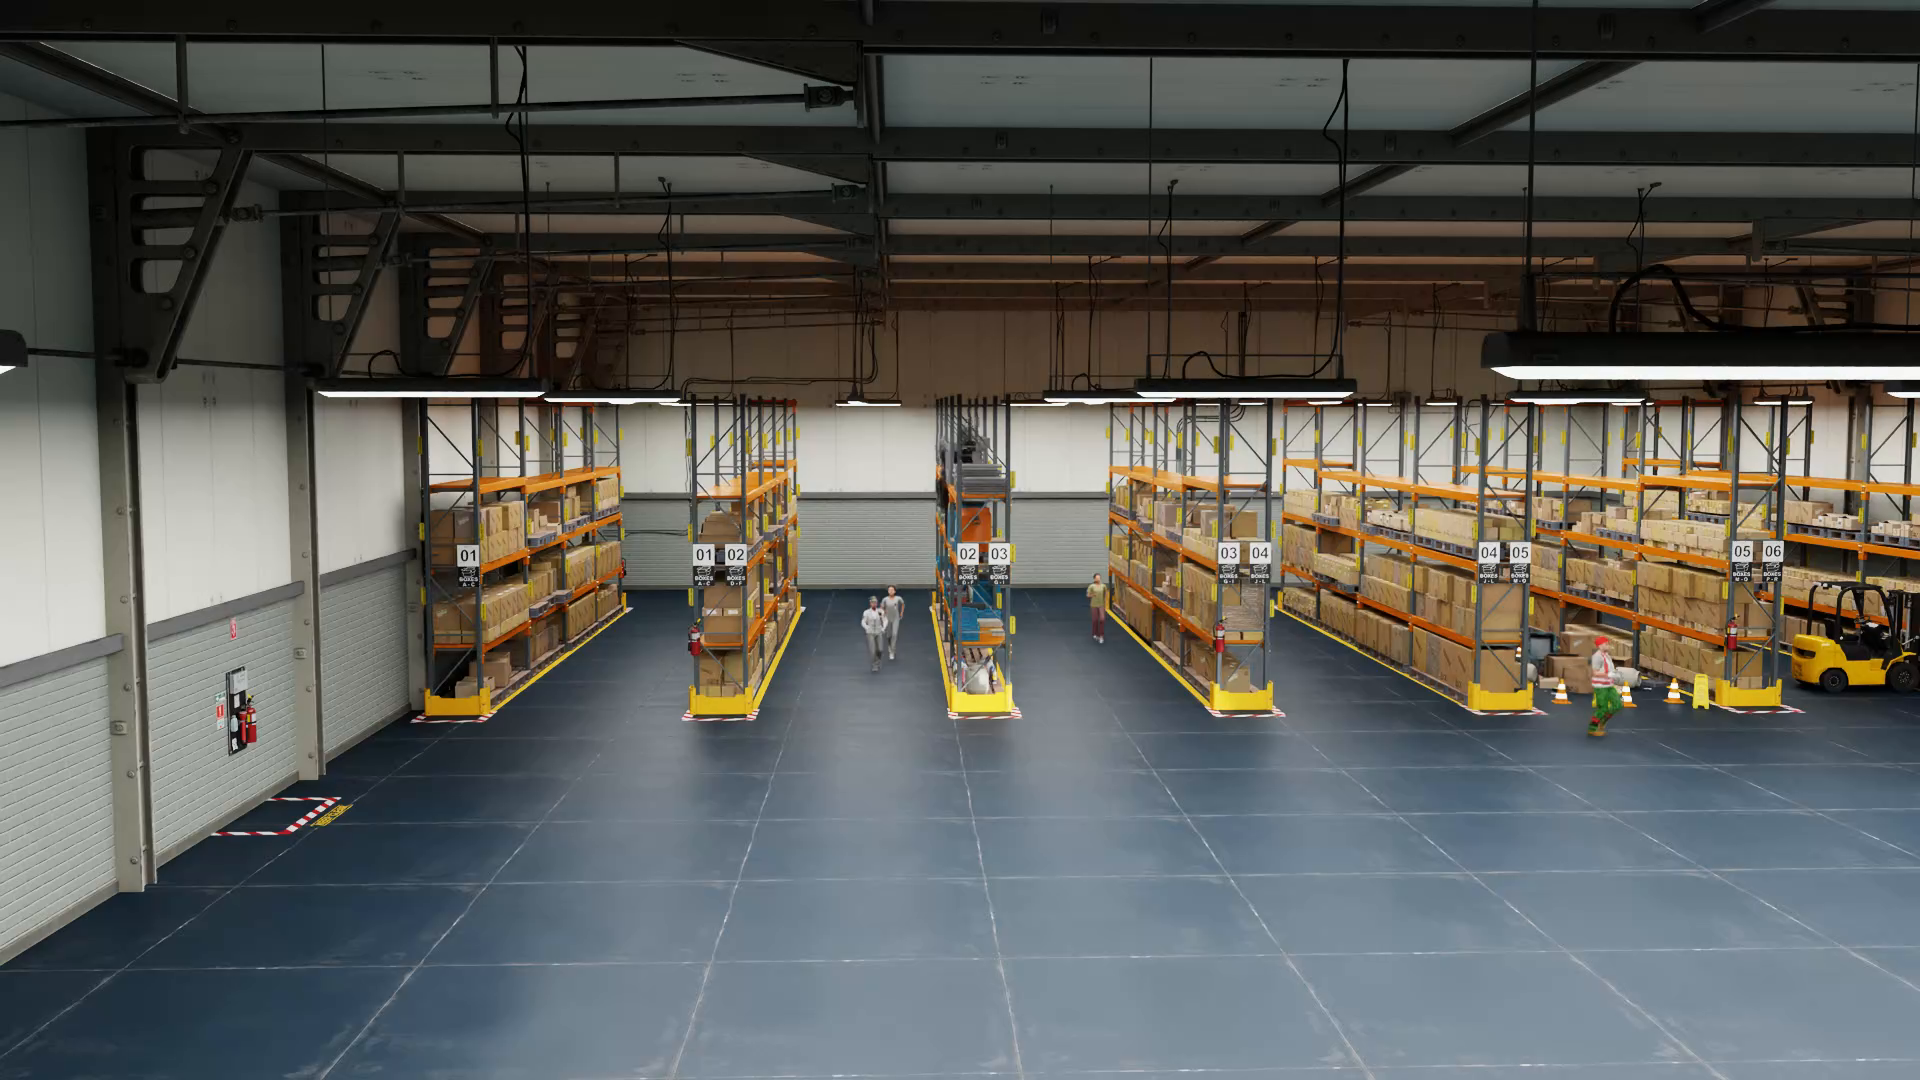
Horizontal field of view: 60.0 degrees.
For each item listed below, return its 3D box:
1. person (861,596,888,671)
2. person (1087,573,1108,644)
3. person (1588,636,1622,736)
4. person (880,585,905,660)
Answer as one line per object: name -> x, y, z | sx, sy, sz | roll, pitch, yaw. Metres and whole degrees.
person -> -1.856, 2.044, 36.167 | 0.559, 1.653, 0.528 | -1, 5, -8
person -> 3.387, 1.667, 40.918 | 0.559, 1.716, 0.698 | 0, 4, -2
person -> 11.265, 2.556, 28.950 | 0.639, 1.759, 0.612 | -4, 6, -45
person -> -1.567, 1.876, 38.431 | 0.580, 1.669, 0.937 | 0, 4, 2
